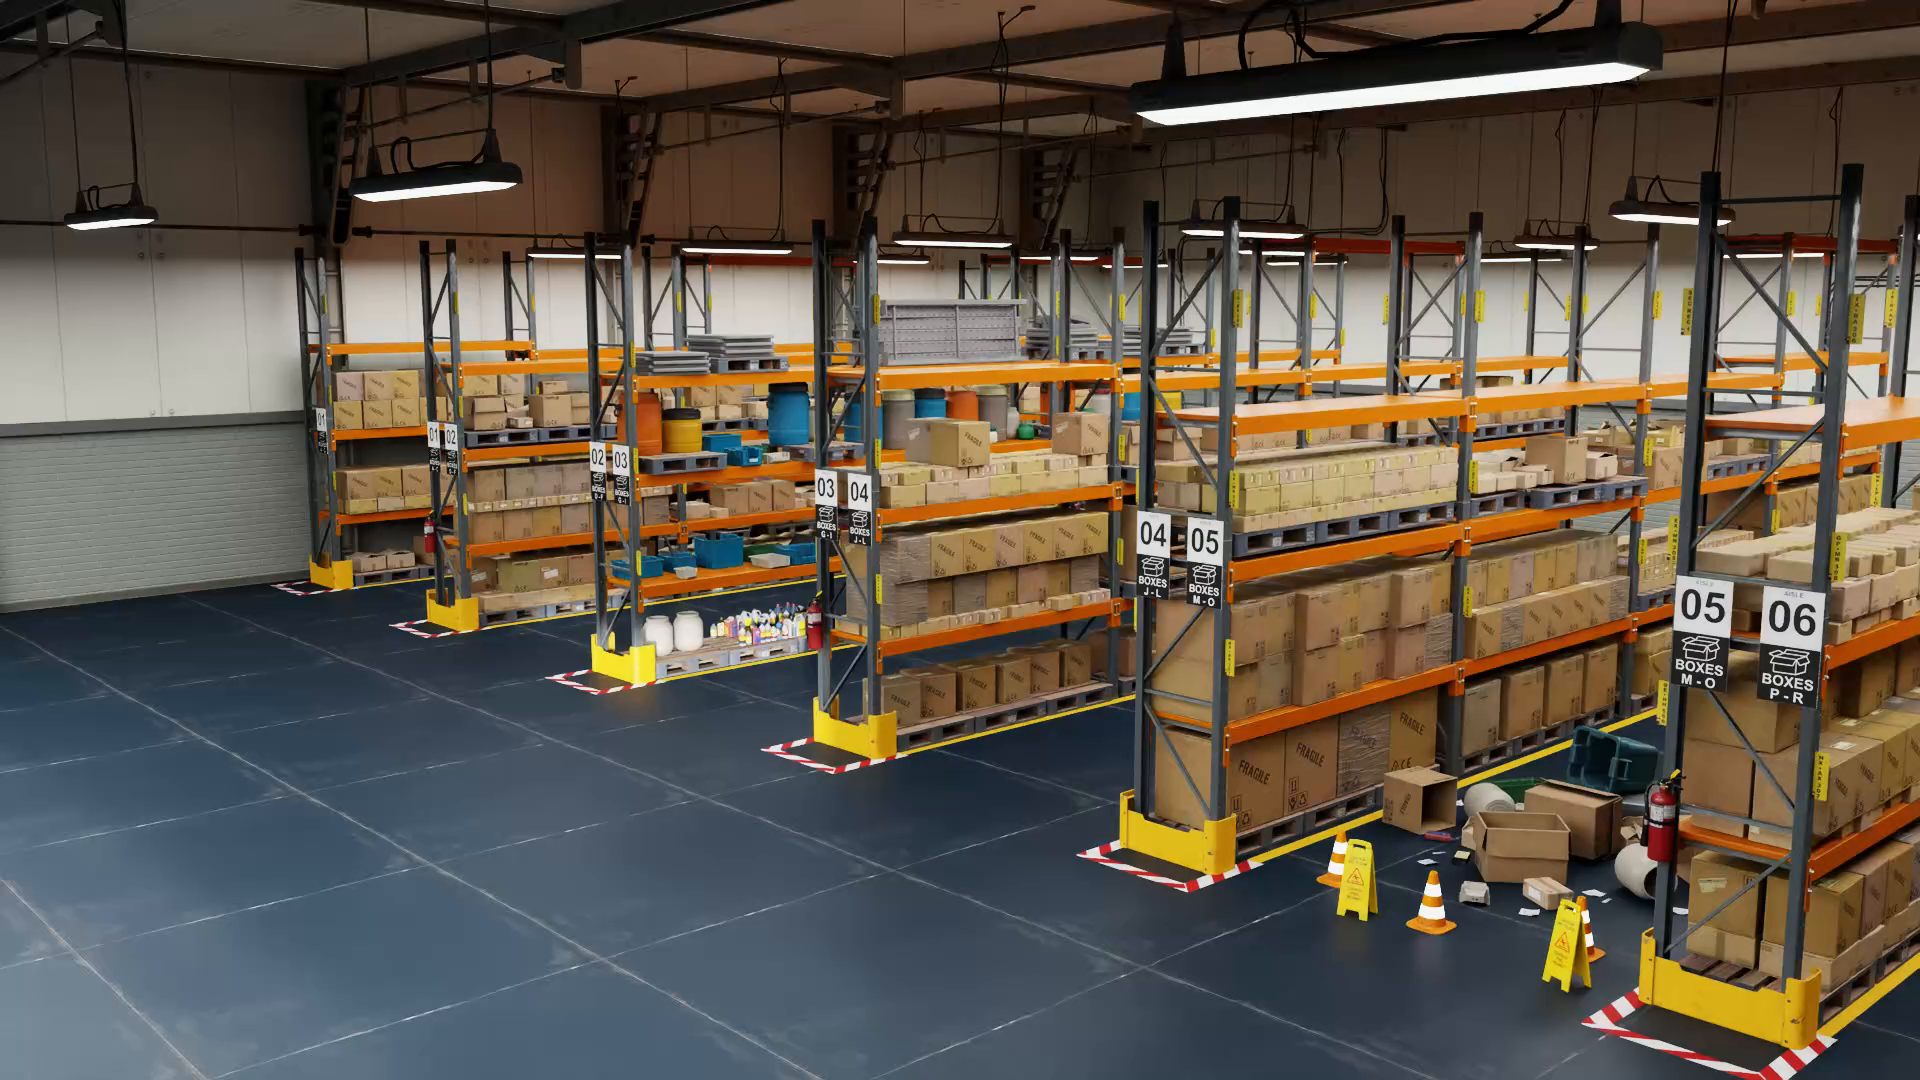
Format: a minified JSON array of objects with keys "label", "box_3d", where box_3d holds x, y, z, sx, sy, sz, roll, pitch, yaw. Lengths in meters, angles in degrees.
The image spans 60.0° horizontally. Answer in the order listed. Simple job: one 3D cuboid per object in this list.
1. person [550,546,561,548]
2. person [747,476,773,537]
[{"label":"person","box_3d":[-7.089,0.043,29.161,0.714,1.733,0.985,7,11,41]},{"label":"person","box_3d":[-4.117,-0.673,33.907,0.654,1.780,0.849,8,11,42]}]
